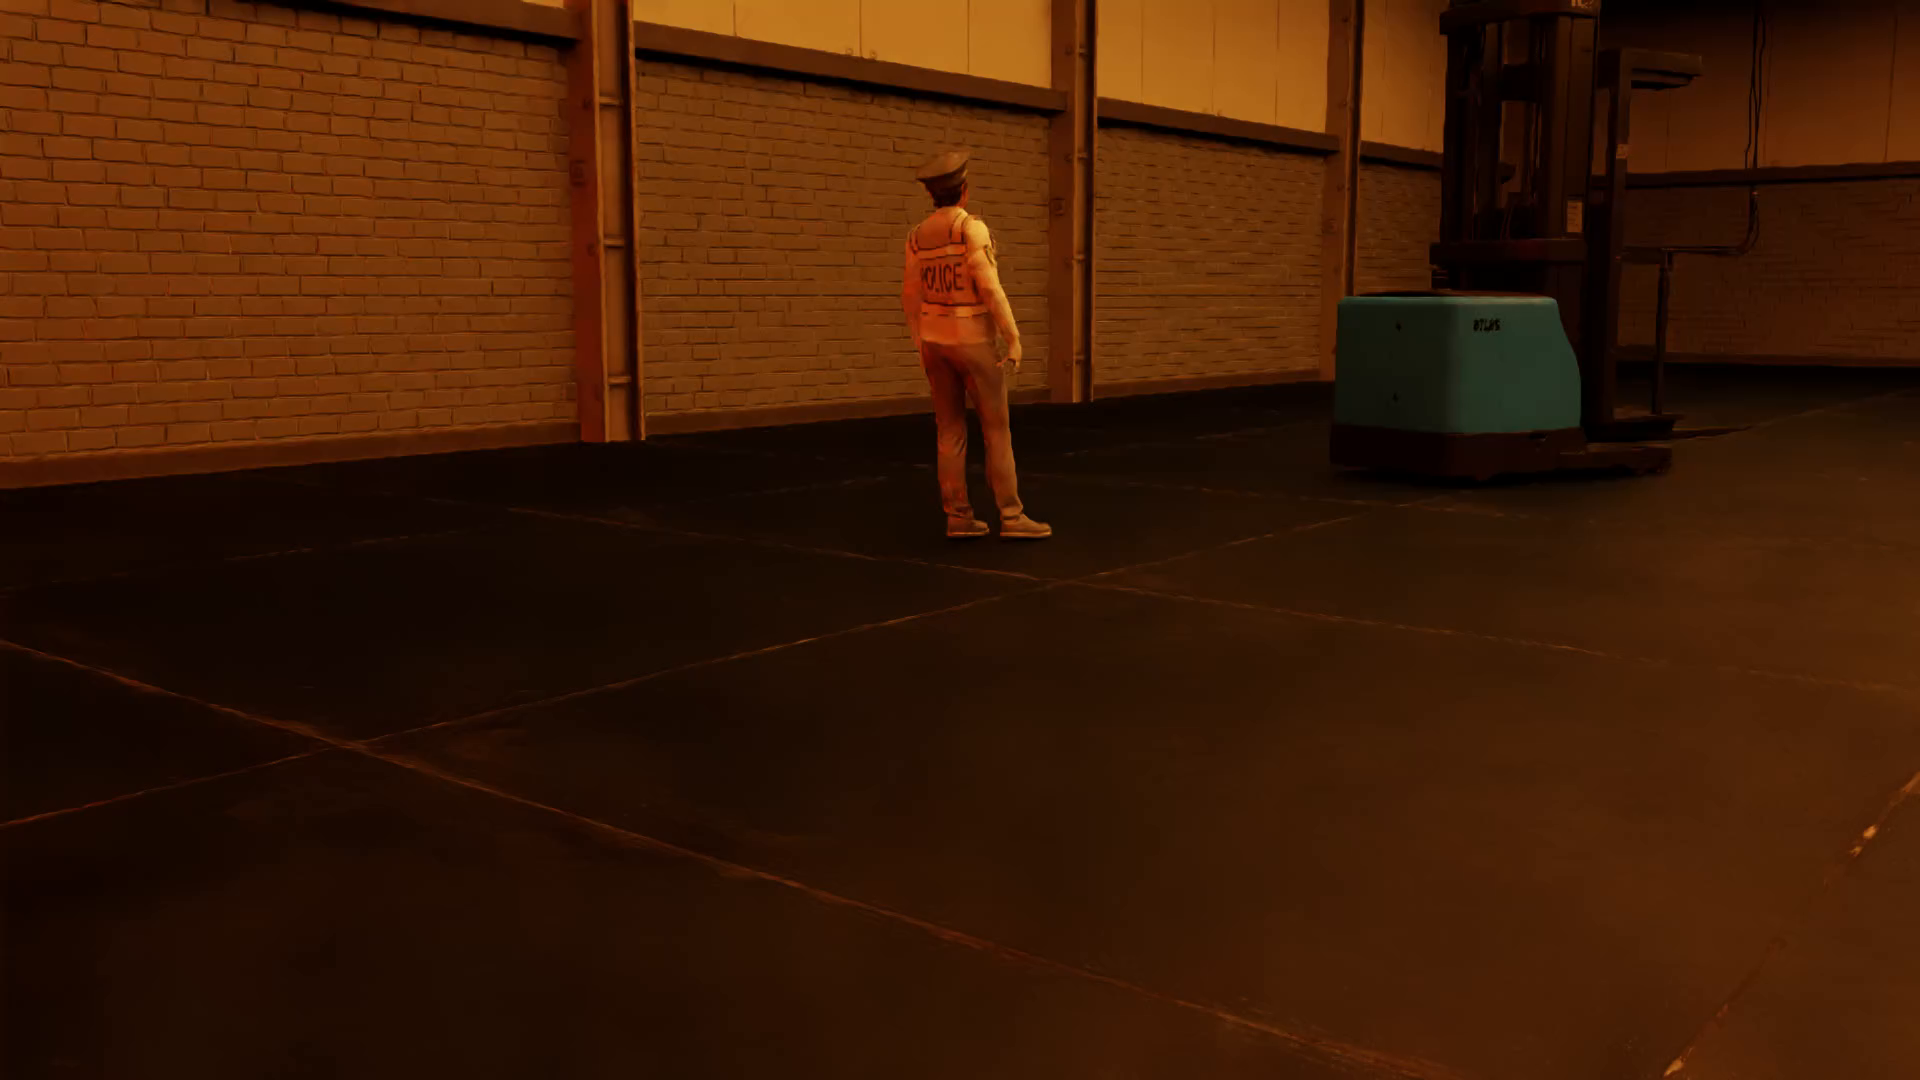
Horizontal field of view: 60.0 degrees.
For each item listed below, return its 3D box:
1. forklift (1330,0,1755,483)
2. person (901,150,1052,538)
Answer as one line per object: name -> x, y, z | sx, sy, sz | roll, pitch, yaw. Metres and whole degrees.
forklift -> 3.790, -1.909, 10.328 | 3.031, 2.935, 1.130 | -5, 10, -31
person -> 0.048, -0.853, 7.329 | 0.586, 1.695, 0.532 | 7, 11, 38
